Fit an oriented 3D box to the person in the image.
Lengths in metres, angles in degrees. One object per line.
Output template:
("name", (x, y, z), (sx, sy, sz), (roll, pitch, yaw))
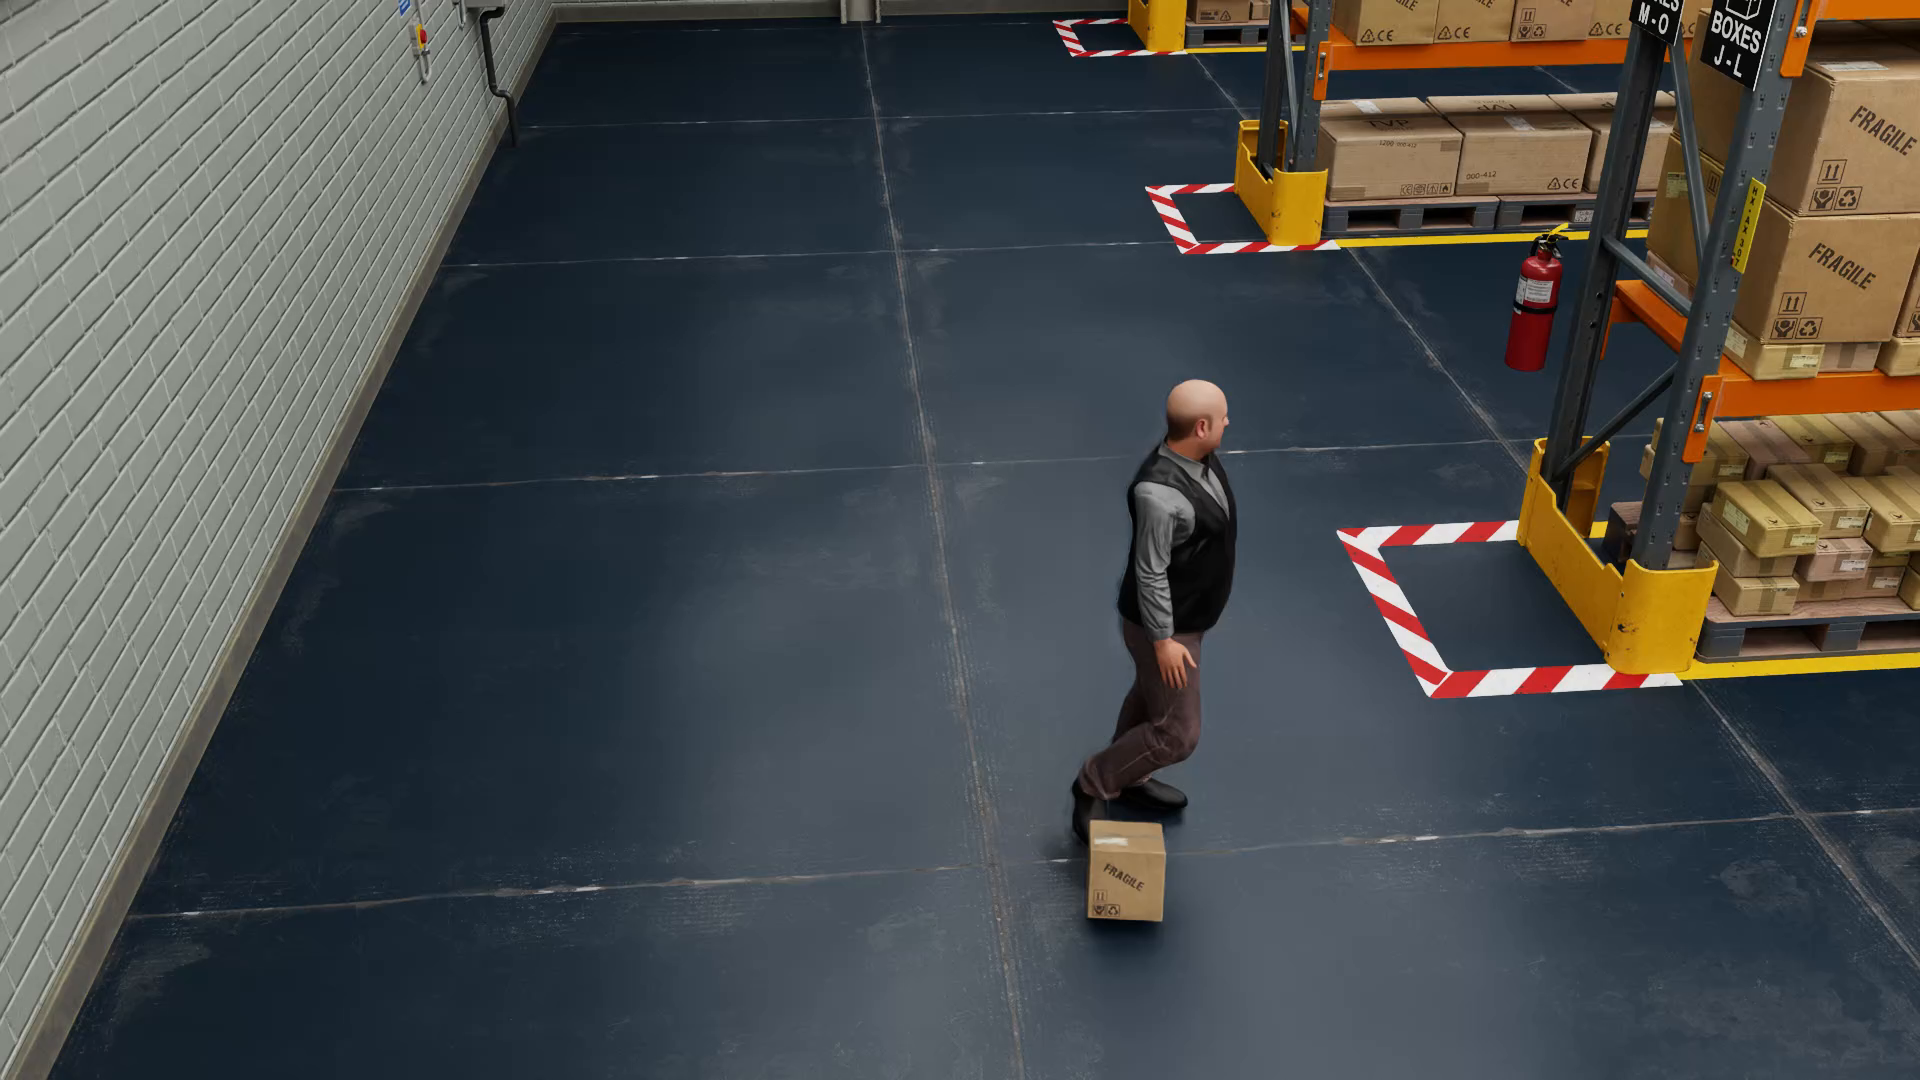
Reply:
("person", (0.668, 0.261, 5.687), (0.455, 1.713, 0.687), (12, 33, 20))
